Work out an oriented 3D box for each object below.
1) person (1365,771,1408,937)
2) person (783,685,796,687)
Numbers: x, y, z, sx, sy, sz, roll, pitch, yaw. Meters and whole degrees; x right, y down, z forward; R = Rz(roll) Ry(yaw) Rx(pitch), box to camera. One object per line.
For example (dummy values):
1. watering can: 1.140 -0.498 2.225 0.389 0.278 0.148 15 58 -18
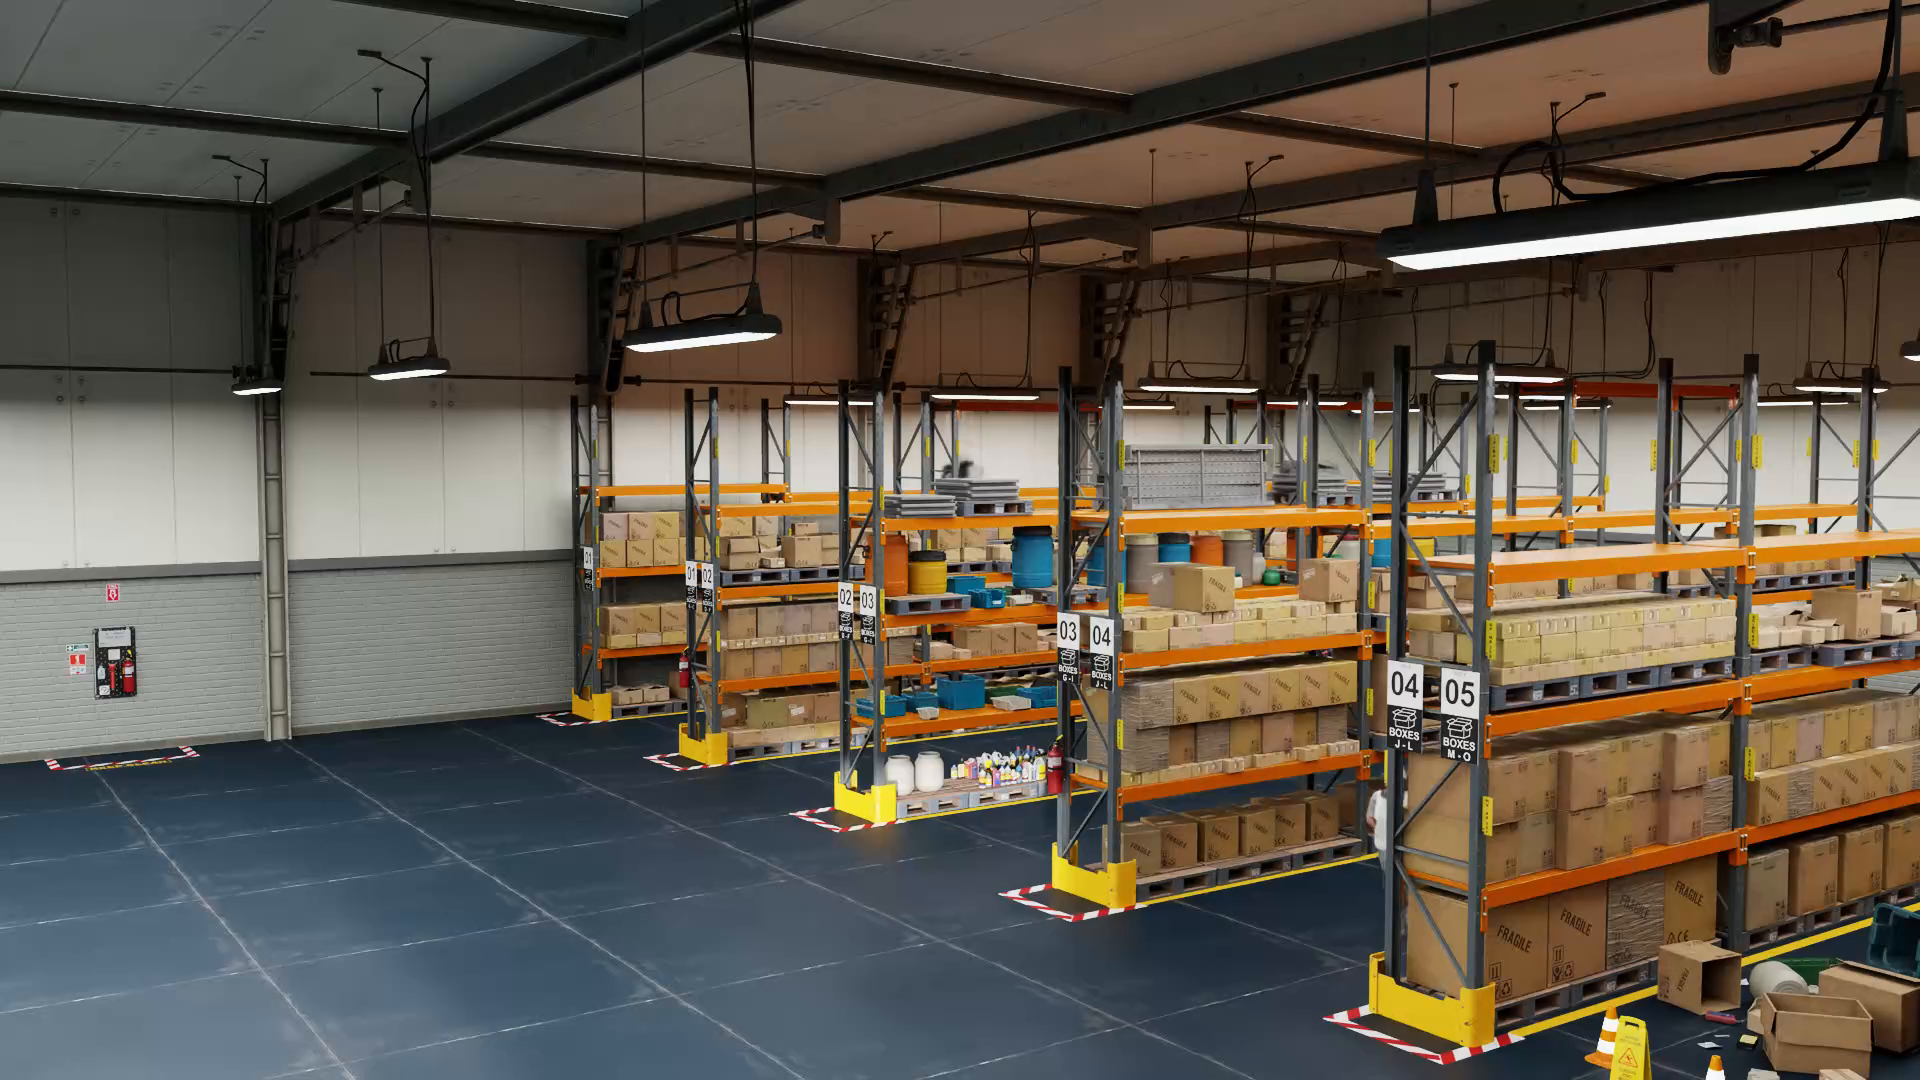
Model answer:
1. person: 4.576 3.240 17.477 0.640 1.795 0.777 3 5 45
2. person: -3.004 2.540 29.945 0.700 1.696 0.555 -3 5 -41
